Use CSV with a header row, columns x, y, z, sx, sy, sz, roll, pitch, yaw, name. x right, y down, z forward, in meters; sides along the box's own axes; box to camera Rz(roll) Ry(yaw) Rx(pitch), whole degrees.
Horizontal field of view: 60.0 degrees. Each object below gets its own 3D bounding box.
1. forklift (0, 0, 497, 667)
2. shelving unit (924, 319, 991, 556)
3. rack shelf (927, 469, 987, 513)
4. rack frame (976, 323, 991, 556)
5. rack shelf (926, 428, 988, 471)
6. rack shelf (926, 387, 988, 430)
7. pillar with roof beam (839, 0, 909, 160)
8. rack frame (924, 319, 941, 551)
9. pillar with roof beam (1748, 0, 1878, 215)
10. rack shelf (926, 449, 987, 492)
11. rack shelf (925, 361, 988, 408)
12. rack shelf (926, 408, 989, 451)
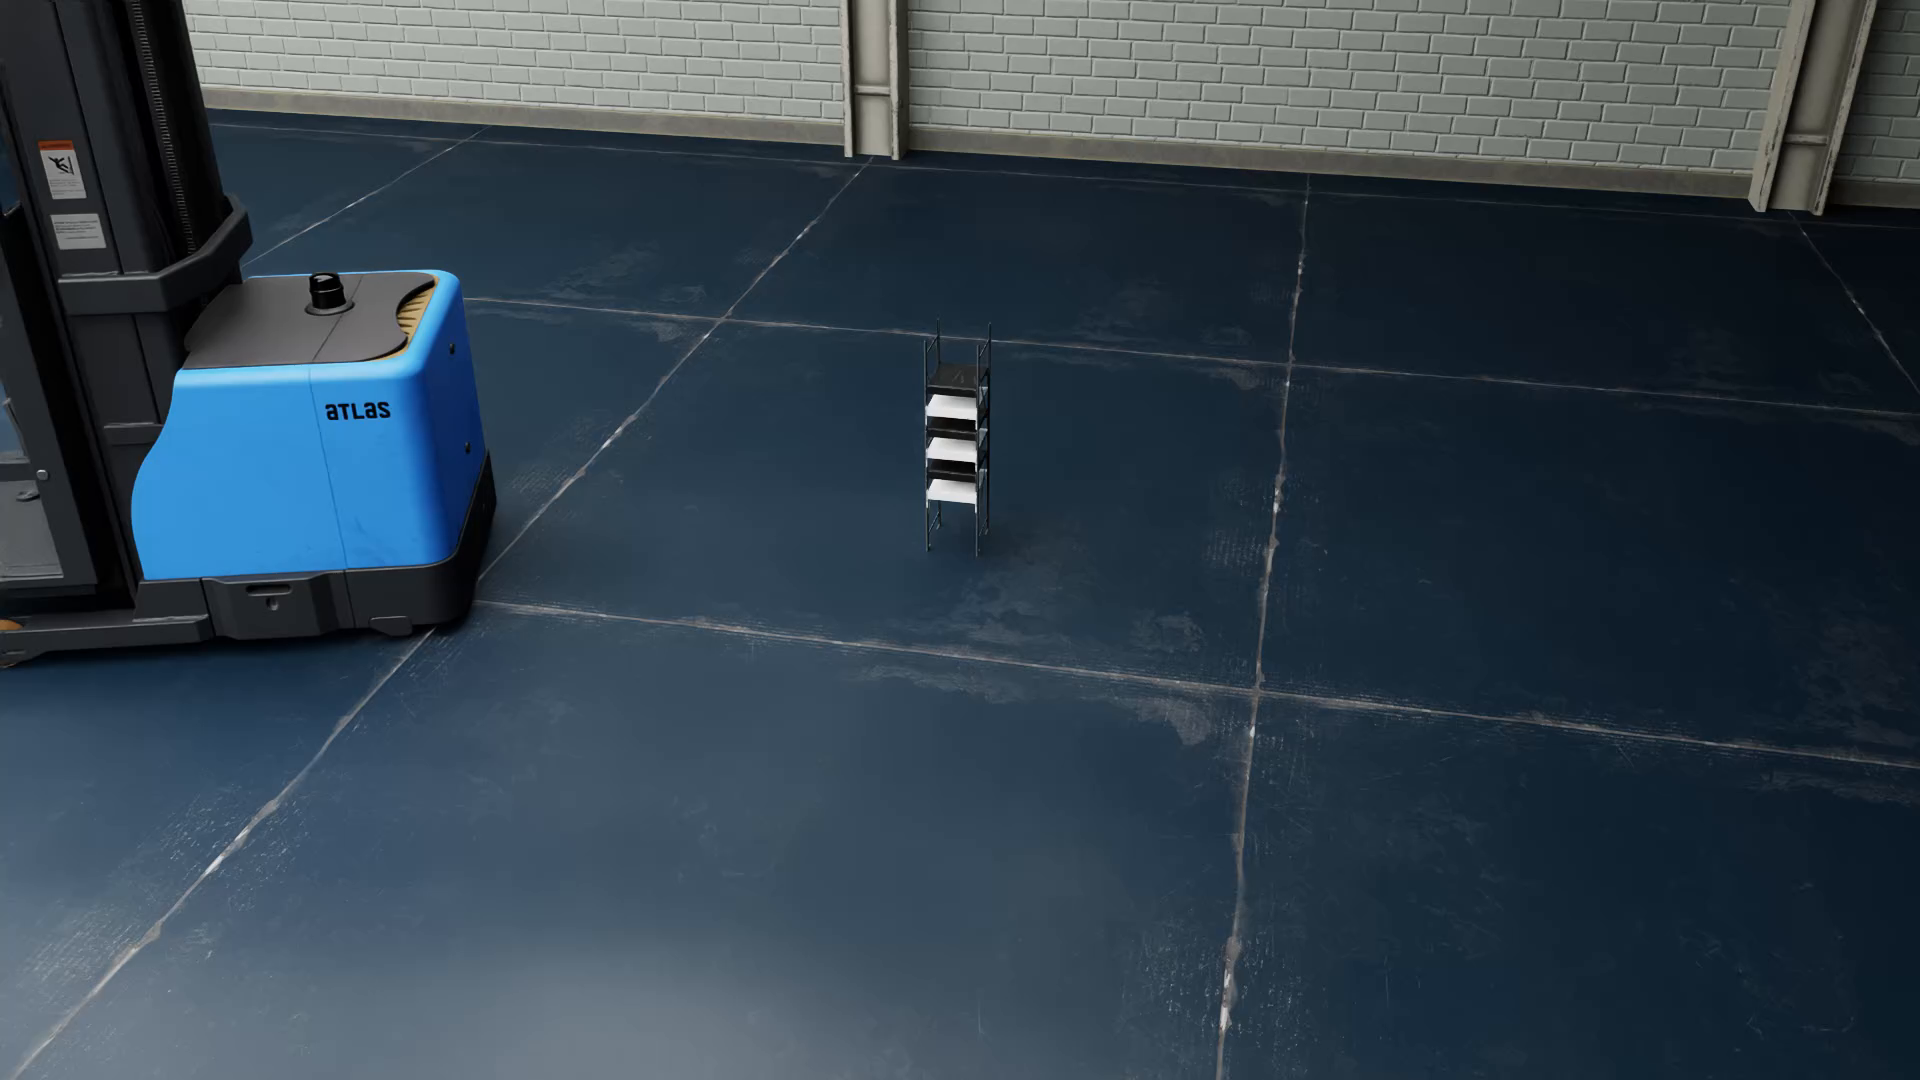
x,y,z,sx,sy,sz,roll,pitch,yaw,name
-3.373,-1.090,5.690,3.031,2.935,1.130,-3,29,-6,forklift
-0.008,-0.396,6.535,0.210,0.900,0.258,6,29,11,shelving unit
-0.008,-0.208,6.638,0.200,0.077,0.258,6,29,11,rack shelf
0.091,-0.385,6.517,0.006,0.900,0.240,6,29,11,rack frame
-0.008,-0.366,6.551,0.200,0.077,0.258,6,29,11,rack shelf
-0.008,-0.524,6.465,0.200,0.077,0.258,6,29,11,rack shelf
-1.482,-4.666,5.903,0.400,9.000,9.100,6,29,11,pillar with roof beam
-0.107,-0.406,6.554,0.006,0.900,0.240,6,29,11,rack frame
4.385,-4.065,4.804,0.400,9.000,9.100,6,29,11,pillar with roof beam
-0.008,-0.287,6.595,0.200,0.077,0.258,6,29,11,rack shelf
-0.008,-0.603,6.422,0.200,0.077,0.258,6,29,11,rack shelf
-0.008,-0.445,6.508,0.200,0.077,0.258,6,29,11,rack shelf
